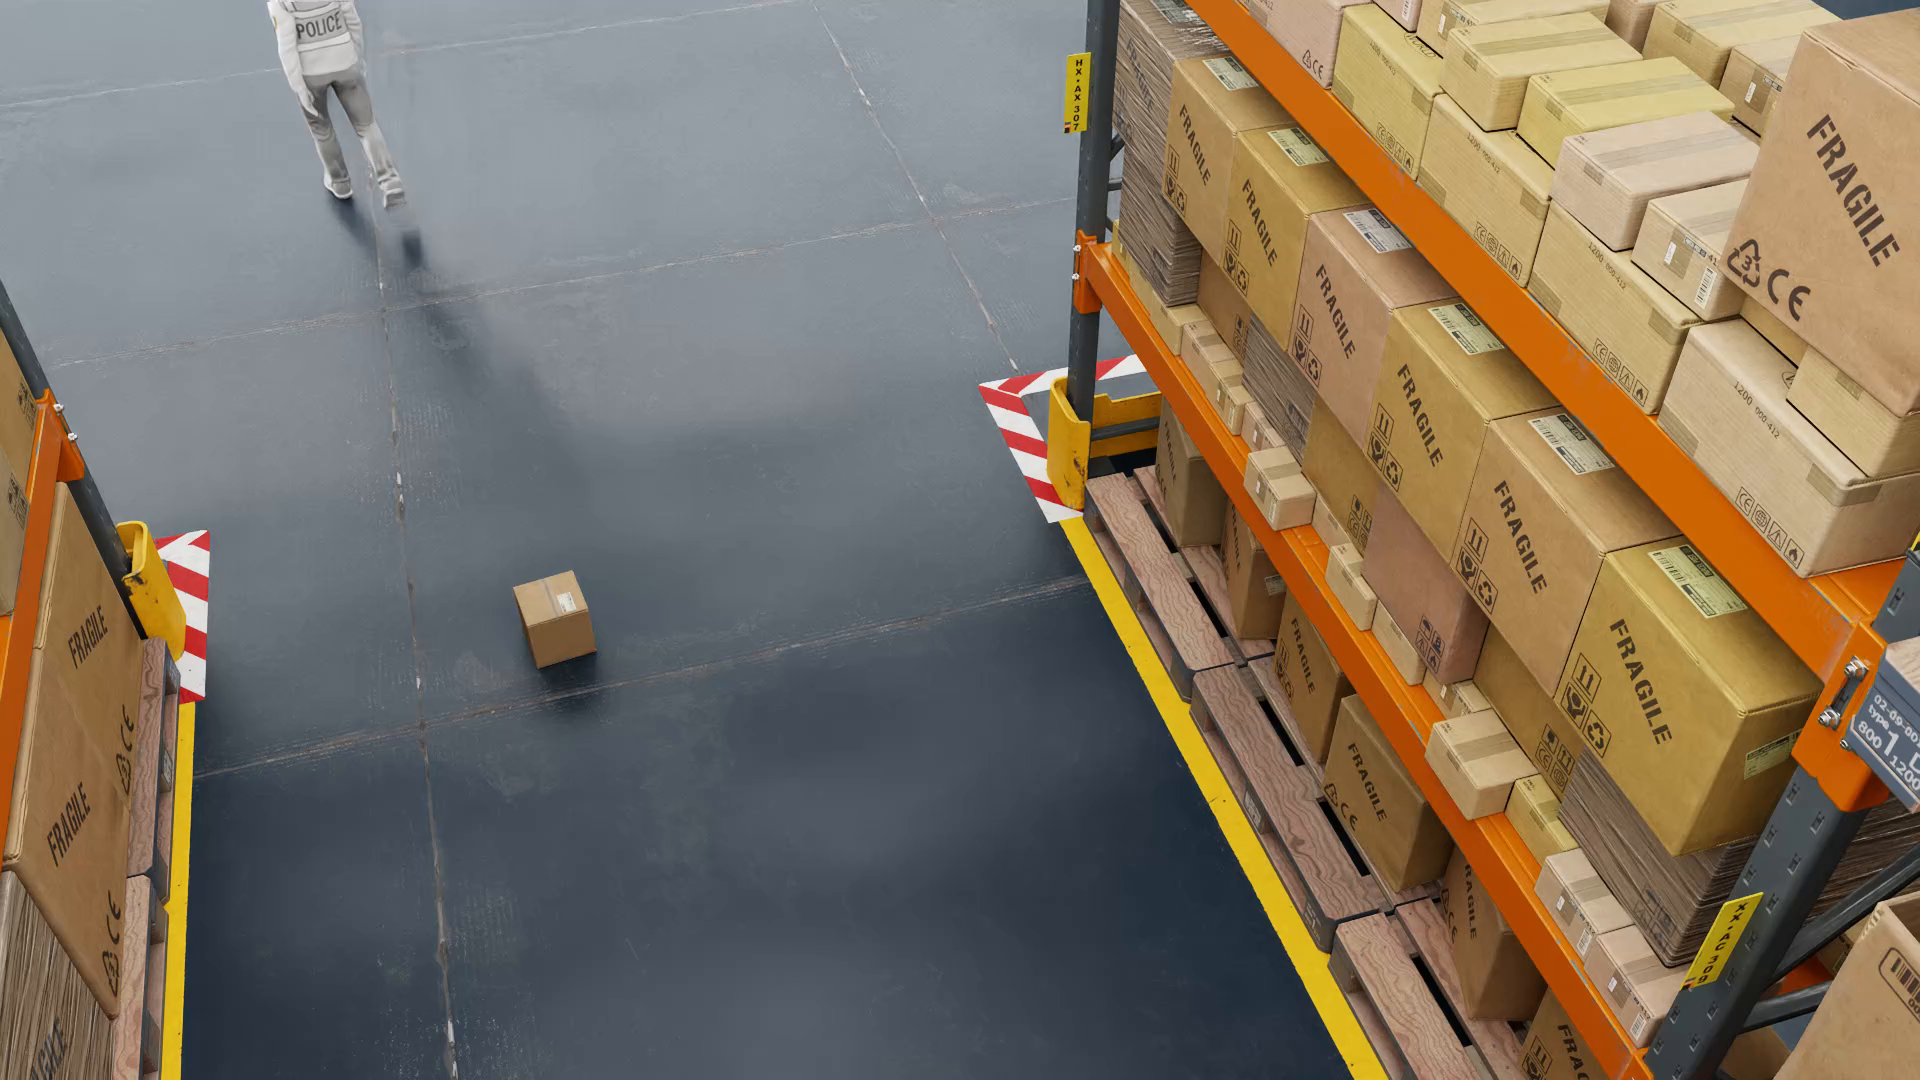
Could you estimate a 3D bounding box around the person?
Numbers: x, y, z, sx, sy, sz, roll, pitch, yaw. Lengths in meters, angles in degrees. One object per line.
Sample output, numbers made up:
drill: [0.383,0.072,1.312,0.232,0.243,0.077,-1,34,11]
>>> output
person: [-3.365,-2.506,8.858,0.471,1.656,0.818,-24,48,-24]
